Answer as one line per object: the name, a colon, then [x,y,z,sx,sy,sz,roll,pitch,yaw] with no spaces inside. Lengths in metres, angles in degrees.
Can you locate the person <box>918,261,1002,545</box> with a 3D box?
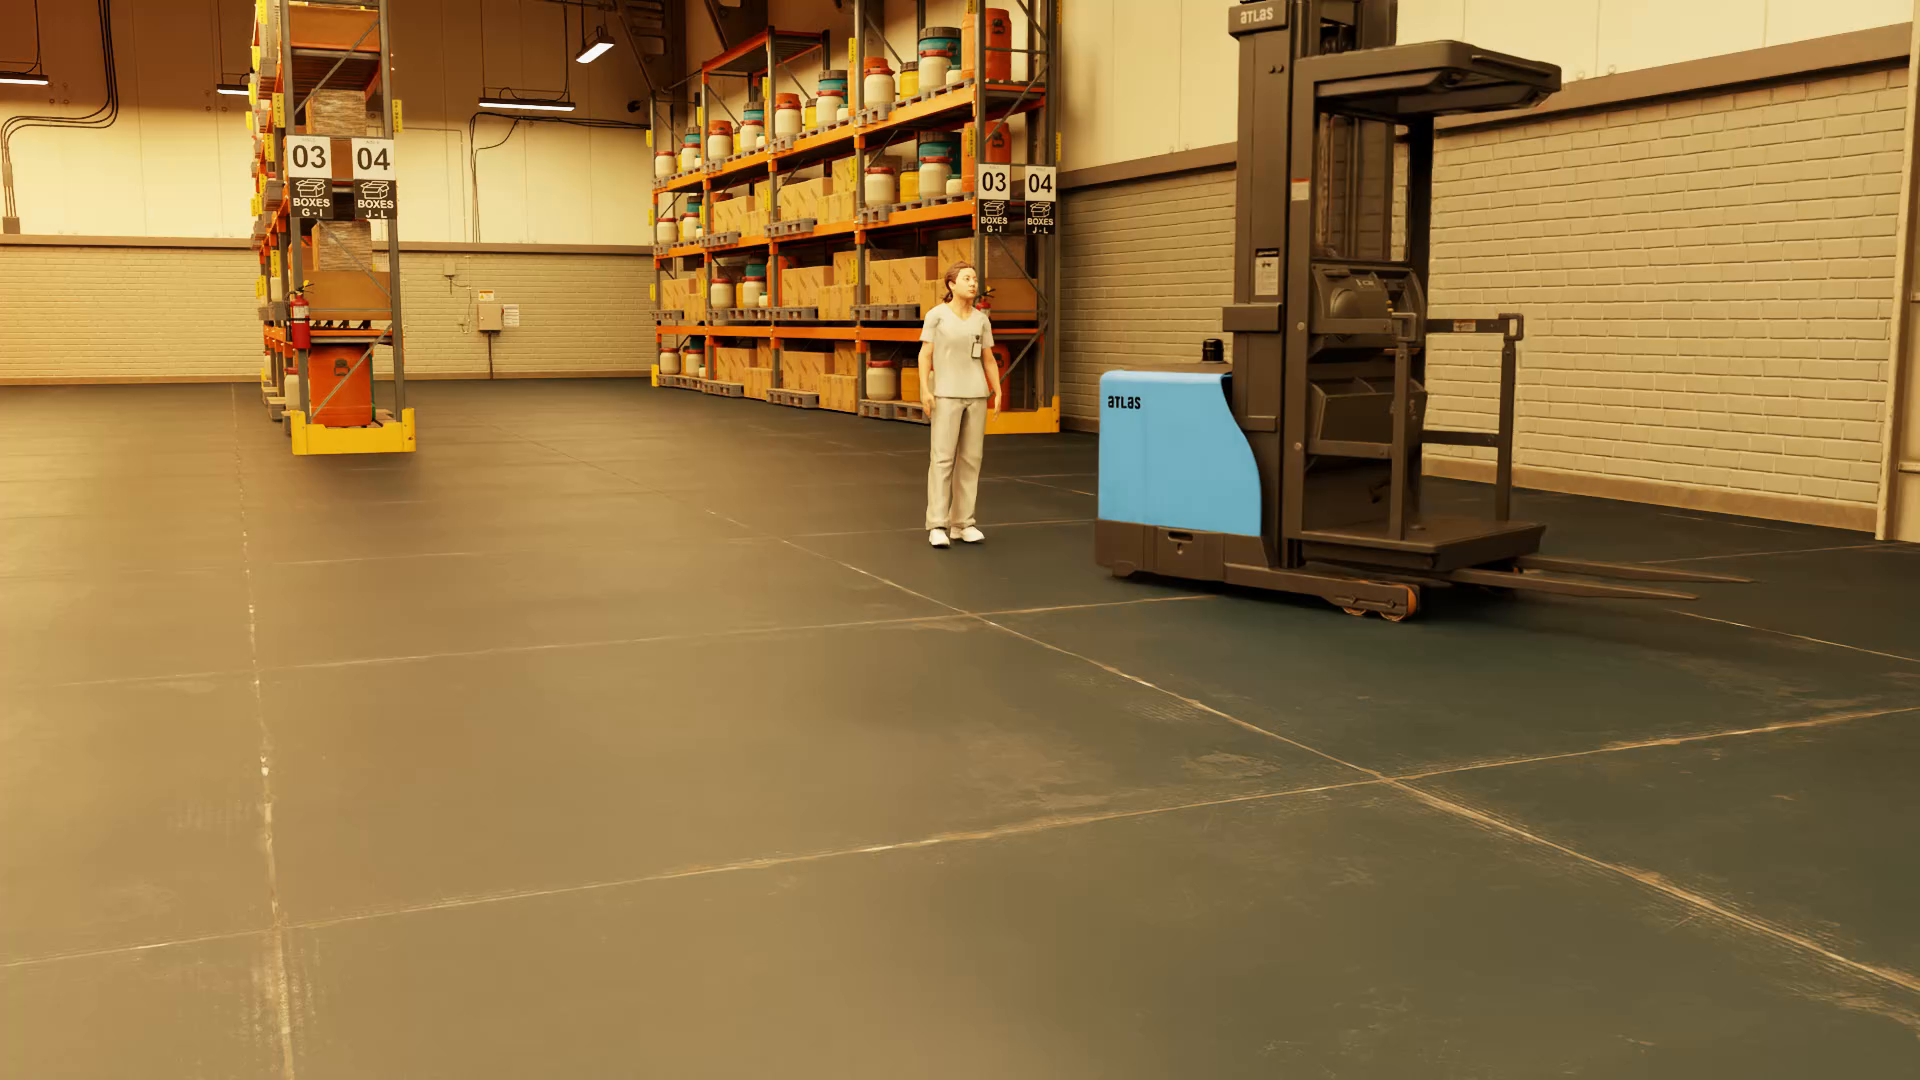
person: [0.017,-0.824,9.972,0.549,1.665,0.549,-3,8,-23]

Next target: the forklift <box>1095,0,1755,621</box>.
forklift: [2.103,-1.167,7.789,3.031,2.935,1.130,7,11,44]
